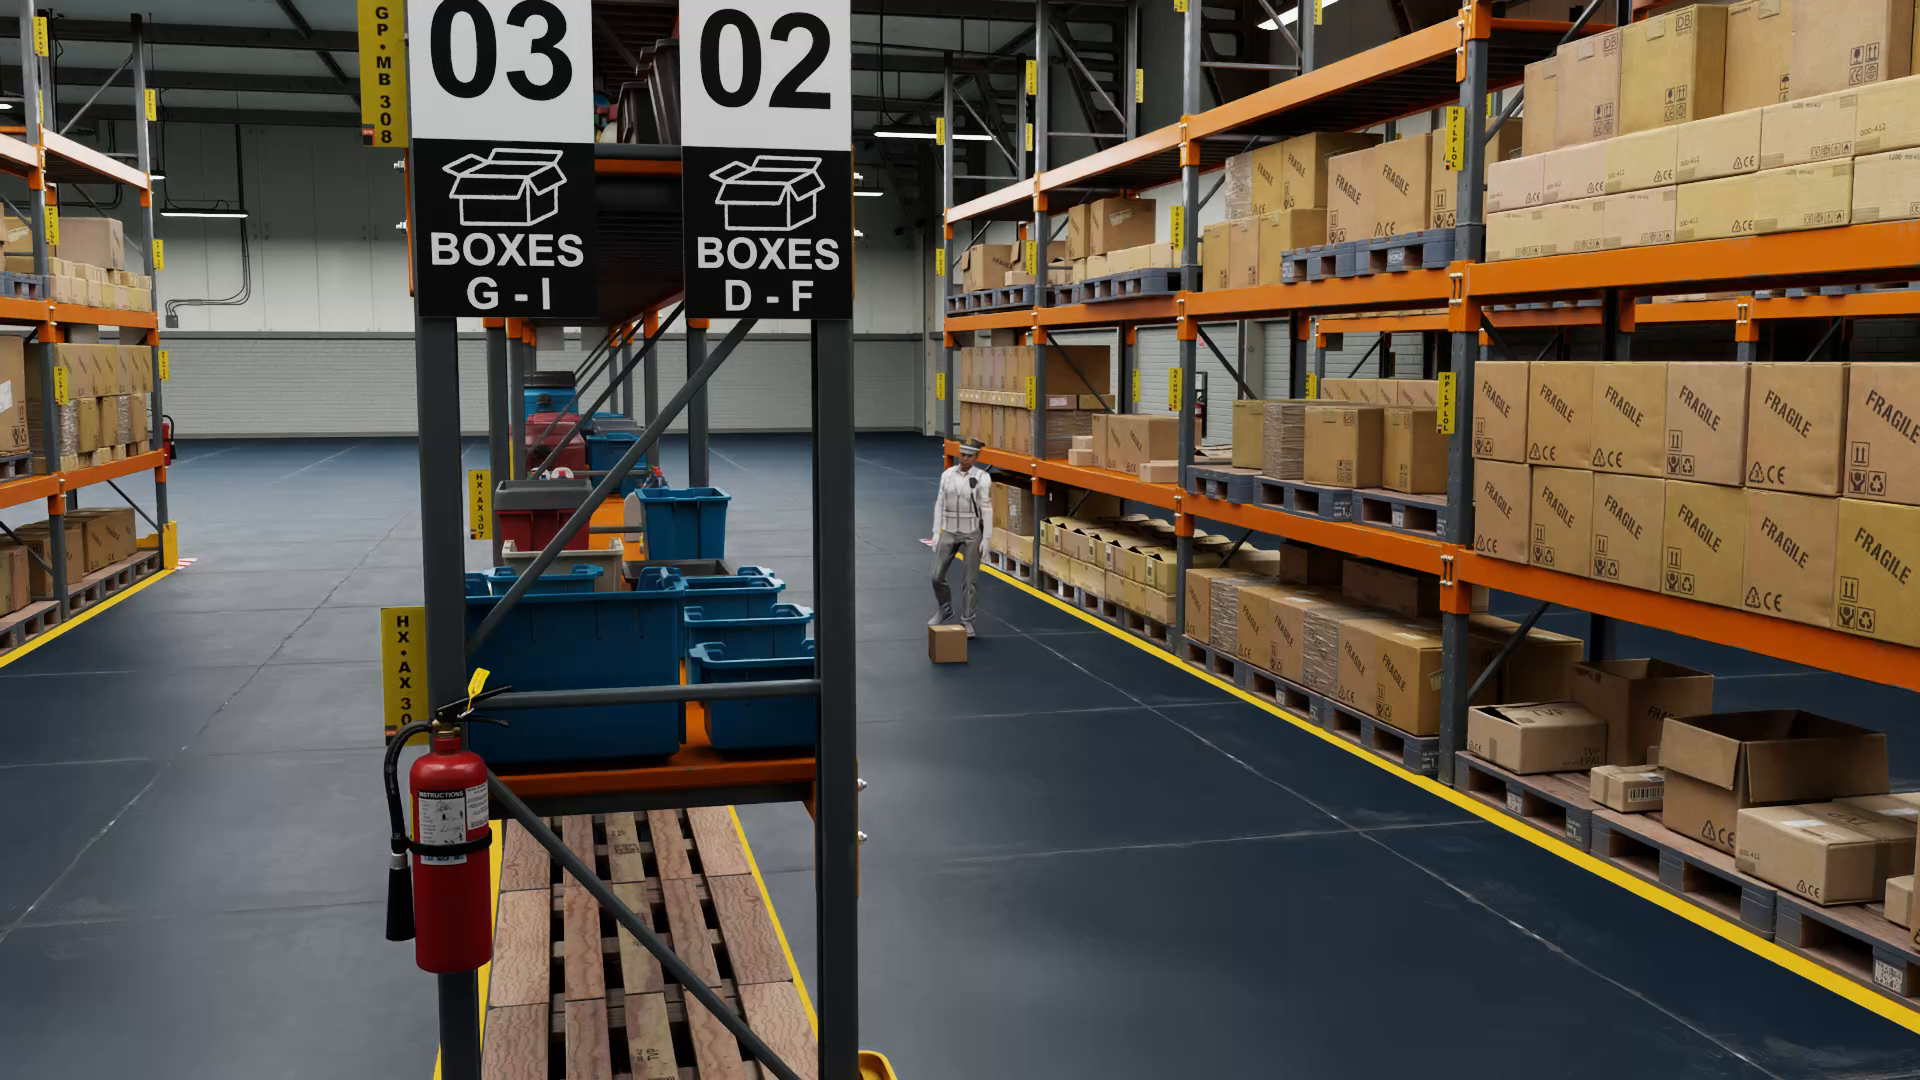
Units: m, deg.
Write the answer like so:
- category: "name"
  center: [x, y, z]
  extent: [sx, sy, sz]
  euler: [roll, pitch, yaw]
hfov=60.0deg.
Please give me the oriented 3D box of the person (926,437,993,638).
- category: "person"
  center: [-0.008, -0.031, 13.799]
  extent: [0.609, 1.667, 0.421]
  euler: [2, 7, 19]
